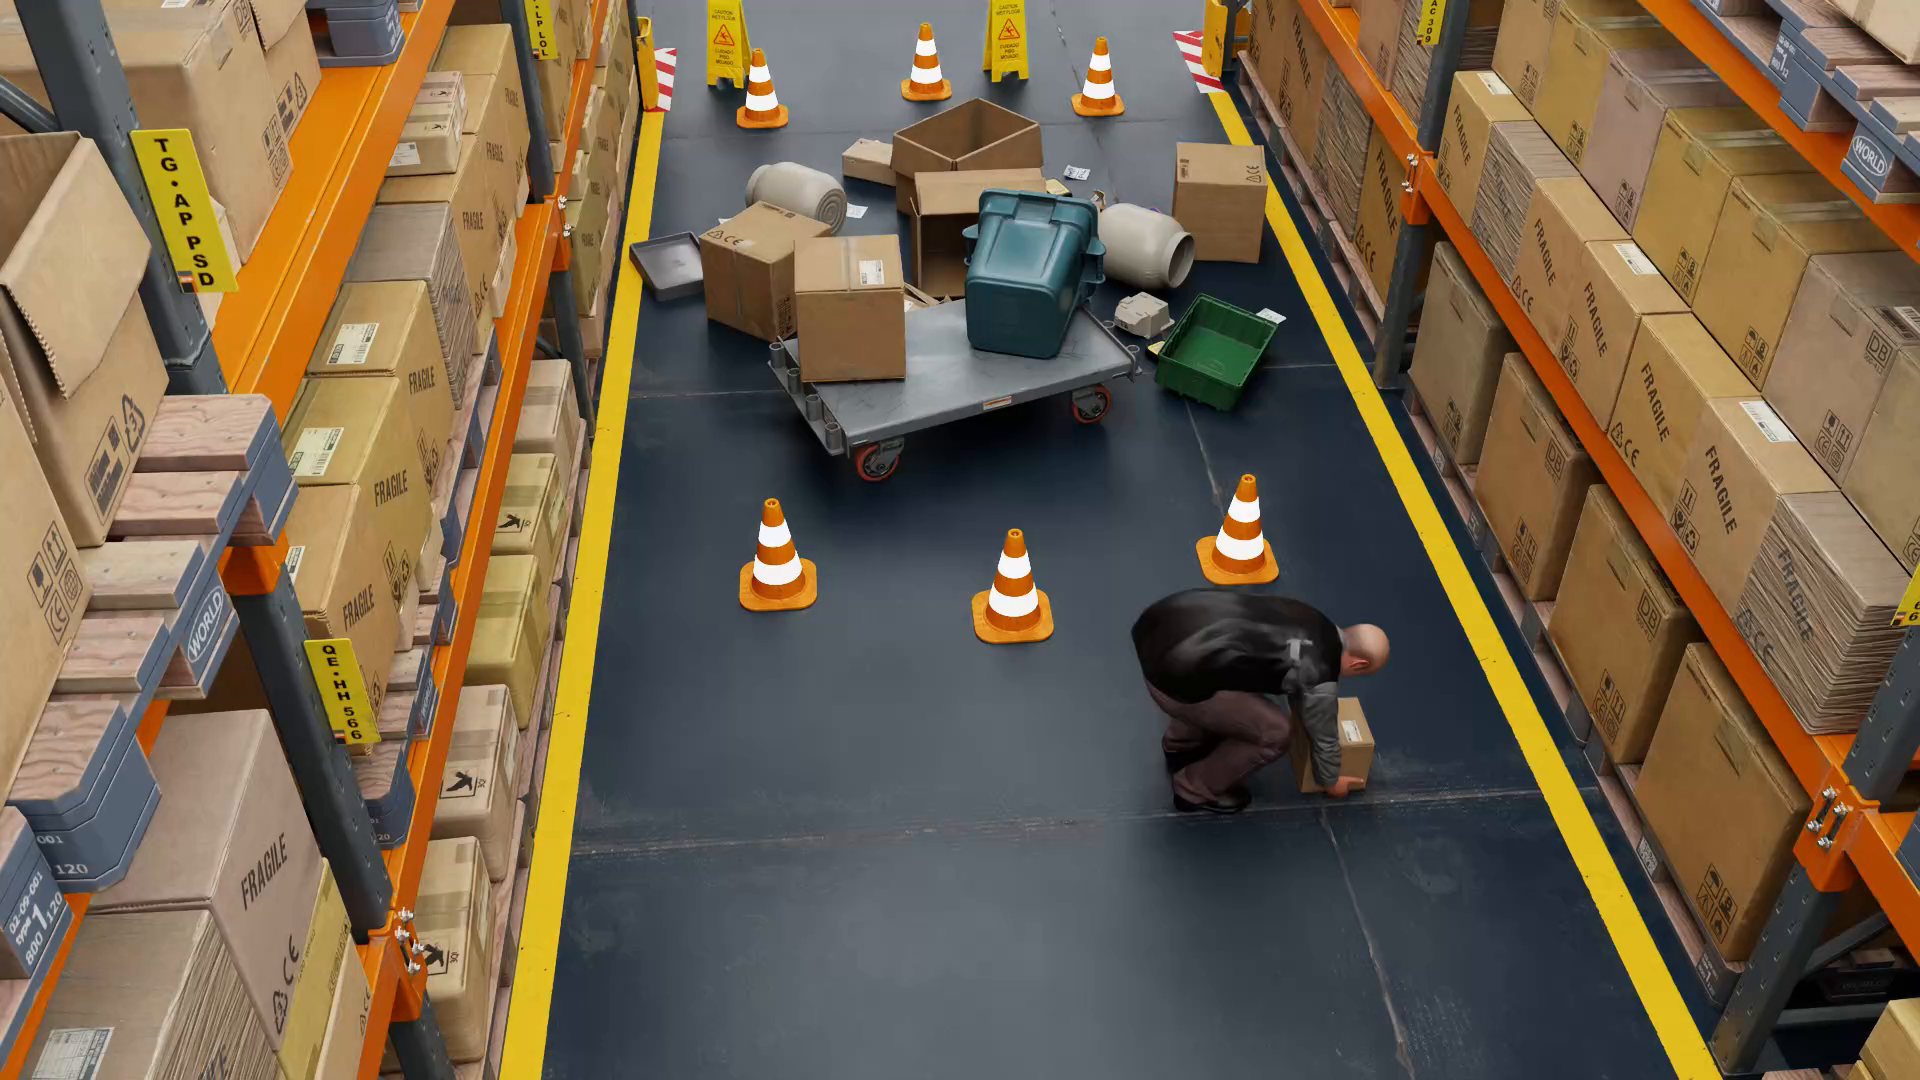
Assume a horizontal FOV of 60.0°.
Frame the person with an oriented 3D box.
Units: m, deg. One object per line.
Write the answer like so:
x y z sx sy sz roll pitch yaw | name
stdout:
1.101 0.556 6.152 0.950 0.906 0.520 -5 39 -6 | person
